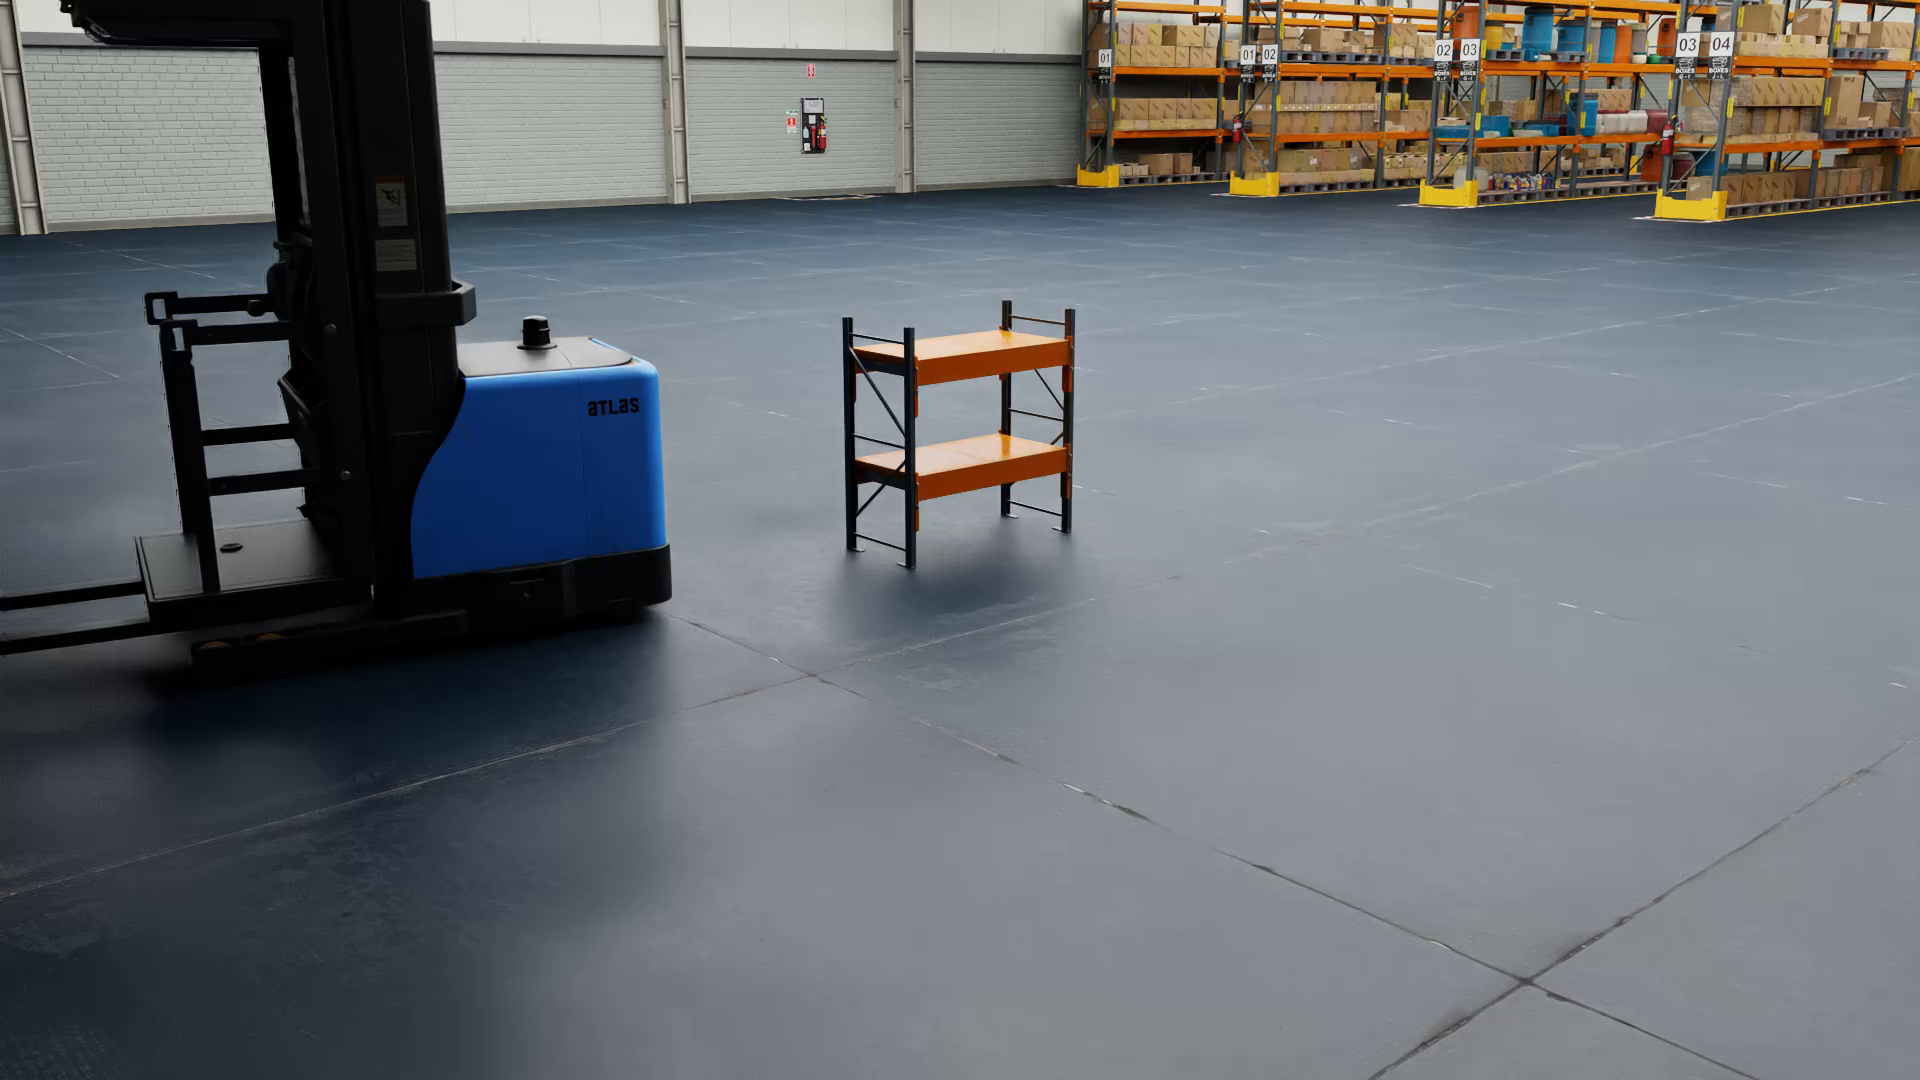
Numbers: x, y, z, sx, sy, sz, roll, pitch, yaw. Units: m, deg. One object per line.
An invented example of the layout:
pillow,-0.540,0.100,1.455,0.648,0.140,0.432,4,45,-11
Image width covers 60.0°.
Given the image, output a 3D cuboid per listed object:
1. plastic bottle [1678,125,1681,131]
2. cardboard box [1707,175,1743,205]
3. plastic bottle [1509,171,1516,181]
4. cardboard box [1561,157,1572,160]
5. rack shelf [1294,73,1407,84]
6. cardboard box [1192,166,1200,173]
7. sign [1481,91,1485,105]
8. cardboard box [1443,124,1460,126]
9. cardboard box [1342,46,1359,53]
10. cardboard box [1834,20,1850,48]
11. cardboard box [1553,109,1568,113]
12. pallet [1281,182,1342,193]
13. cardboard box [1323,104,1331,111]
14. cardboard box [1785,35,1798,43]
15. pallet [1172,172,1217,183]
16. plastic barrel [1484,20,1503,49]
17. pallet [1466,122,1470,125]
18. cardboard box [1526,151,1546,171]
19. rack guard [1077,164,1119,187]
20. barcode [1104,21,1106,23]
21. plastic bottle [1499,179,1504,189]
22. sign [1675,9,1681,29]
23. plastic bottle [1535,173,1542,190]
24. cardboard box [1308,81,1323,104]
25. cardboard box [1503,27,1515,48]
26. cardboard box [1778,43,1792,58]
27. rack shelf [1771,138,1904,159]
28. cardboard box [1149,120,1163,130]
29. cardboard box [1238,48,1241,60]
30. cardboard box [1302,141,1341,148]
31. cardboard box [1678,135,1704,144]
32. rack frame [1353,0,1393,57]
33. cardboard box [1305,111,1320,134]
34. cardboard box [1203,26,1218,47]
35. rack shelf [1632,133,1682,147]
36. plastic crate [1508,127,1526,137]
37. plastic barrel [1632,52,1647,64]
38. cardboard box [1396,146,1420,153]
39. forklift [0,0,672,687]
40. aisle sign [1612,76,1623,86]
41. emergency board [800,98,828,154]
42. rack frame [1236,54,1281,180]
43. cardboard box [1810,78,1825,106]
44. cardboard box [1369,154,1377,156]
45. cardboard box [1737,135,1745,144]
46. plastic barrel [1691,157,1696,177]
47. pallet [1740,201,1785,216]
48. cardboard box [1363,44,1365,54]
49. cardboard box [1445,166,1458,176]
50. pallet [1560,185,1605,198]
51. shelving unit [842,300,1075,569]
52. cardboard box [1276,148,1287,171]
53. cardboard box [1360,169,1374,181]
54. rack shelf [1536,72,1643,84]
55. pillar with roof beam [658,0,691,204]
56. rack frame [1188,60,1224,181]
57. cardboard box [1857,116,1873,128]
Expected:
plastic bottle,16.573,-9.495,38.371,0.097,0.201,0.097,0,15,0
cardboard box,13.982,-6.436,30.564,0.500,0.500,0.500,-7,17,-25
plastic bottle,11.814,-7.717,35.610,0.185,0.351,0.144,-14,20,-42
cardboard box,16.433,-10.385,45.674,0.500,0.311,0.500,-13,19,-39
rack shelf,10.861,-12.919,46.386,4.000,0.370,1.077,-13,19,-39
cardboard box,5.951,-9.549,42.823,0.380,0.166,0.250,13,20,40
sign,12.973,-10.967,41.252,0.005,0.325,0.100,-13,19,-39
cardboard box,12.109,-10.188,41.064,0.250,0.149,0.380,-13,19,-39
cardboard box,8.858,-11.178,37.876,0.250,0.149,0.380,-13,19,-39
cardboard box,16.509,-9.671,31.816,0.637,0.503,0.797,-14,20,-42
cardboard box,16.187,-11.274,44.452,0.500,0.500,0.500,-12,19,-38
pallet,8.041,-8.156,38.375,1.213,0.211,1.003,-13,19,-39
cardboard box,8.169,-9.806,37.700,0.250,0.149,0.380,-12,19,-39
cardboard box,15.043,-9.142,30.369,0.250,0.149,0.380,-12,19,-37
pallet,5.851,-9.333,42.783,1.213,0.211,1.003,-13,19,-39
plastic barrel,10.597,-10.156,33.468,0.600,0.588,0.600,0,15,0
pallet,13.072,-10.551,42.309,1.003,0.211,1.213,-13,19,-39
cardboard box,15.061,-9.976,43.777,0.500,0.500,0.500,-13,19,-39
rack guard,3.374,-8.929,40.709,0.348,0.500,1.175,-13,19,-39
barcode,3.524,-12.612,40.546,0.075,0.075,0.001,-13,19,-39
plastic bottle,11.465,-7.526,35.182,0.097,0.201,0.097,0,15,0
sign,12.722,-9.219,29.424,0.005,0.325,0.100,-13,19,-39
plastic bottle,12.153,-7.553,34.994,0.185,0.351,0.144,-13,20,-40
cardboard box,7.745,-10.096,37.528,0.500,0.500,0.700,-13,19,-39
cardboard box,13.709,-12.741,42.194,0.500,0.500,0.500,-13,19,-39
cardboard box,14.755,-8.900,30.234,0.500,0.250,0.500,-12,19,-38
rack shelf,17.598,-7.900,33.406,4.000,0.370,1.077,-13,19,-39
cardboard box,4.664,-10.258,41.091,0.500,0.250,0.500,-13,20,-40
cardboard box,7.264,-12.592,43.124,0.500,0.311,0.500,-12,19,-38
cardboard box,9.993,-10.742,46.006,0.750,0.750,0.750,-13,20,-40
cardboard box,13.151,-7.198,29.871,0.250,0.149,0.380,-13,19,-39
rack frame,9.589,-12.736,38.493,0.127,3.000,1.000,-13,19,-39
cardboard box,7.703,-9.458,37.651,0.500,0.500,0.700,-12,19,-39
cardboard box,6.134,-12.654,41.828,0.500,0.500,0.500,14,20,42
rack shelf,17.364,-9.541,39.552,4.000,0.370,1.077,-13,19,-39
plastic crate,11.628,-8.595,35.027,0.662,0.188,0.450,-13,19,-39
plastic barrel,15.049,-10.672,36.845,0.301,0.262,0.301,0,15,0
cardboard box,13.001,-11.258,48.616,0.500,0.500,0.700,-12,19,-39
forklift,-2.767,-1.025,6.407,3.031,2.935,1.130,-8,17,-27
aisle sign,18.500,-13.195,46.799,0.004,0.787,0.394,-13,19,-39
emergency board,-3.138,-8.983,36.068,0.643,1.169,0.194,-13,19,-39
rack frame,6.571,-9.160,36.730,0.127,3.000,1.000,-13,19,-39
cardboard box,15.930,-8.454,31.378,0.500,0.500,0.500,-13,19,-39
cardboard box,10.095,-9.197,40.295,0.500,0.311,0.500,-12,19,-38
cardboard box,13.843,-7.189,29.839,0.250,0.149,0.380,-13,19,-39
plastic barrel,17.432,-8.942,39.920,0.421,0.512,0.421,0,15,0
pallet,14.685,-6.233,31.175,1.213,0.211,1.003,-13,19,-39
cardboard box,10.836,-13.560,46.343,0.500,0.500,0.700,-13,20,-39
cardboard box,11.983,-9.165,41.263,0.500,0.250,0.500,-13,20,-40
pallet,13.405,-7.666,36.541,1.213,0.211,1.003,-13,19,-39
shelving unit,0.005,-0.545,8.109,1.048,1.125,0.538,-13,19,-39
cardboard box,7.525,-8.718,38.136,0.500,0.500,0.500,-13,19,-39
cardboard box,9.383,-8.591,39.114,0.500,0.250,0.500,-13,19,-39
rack shelf,17.133,-12.633,45.315,4.000,0.370,1.077,-13,19,-39
pillar with roof beam,-2.949,-10.438,29.890,0.400,9.000,9.100,-13,19,-39
rack frame,6.334,-10.801,42.875,0.127,3.000,1.000,-13,19,-39
cardboard box,18.026,-8.389,33.290,0.258,0.266,0.396,-13,20,-41
